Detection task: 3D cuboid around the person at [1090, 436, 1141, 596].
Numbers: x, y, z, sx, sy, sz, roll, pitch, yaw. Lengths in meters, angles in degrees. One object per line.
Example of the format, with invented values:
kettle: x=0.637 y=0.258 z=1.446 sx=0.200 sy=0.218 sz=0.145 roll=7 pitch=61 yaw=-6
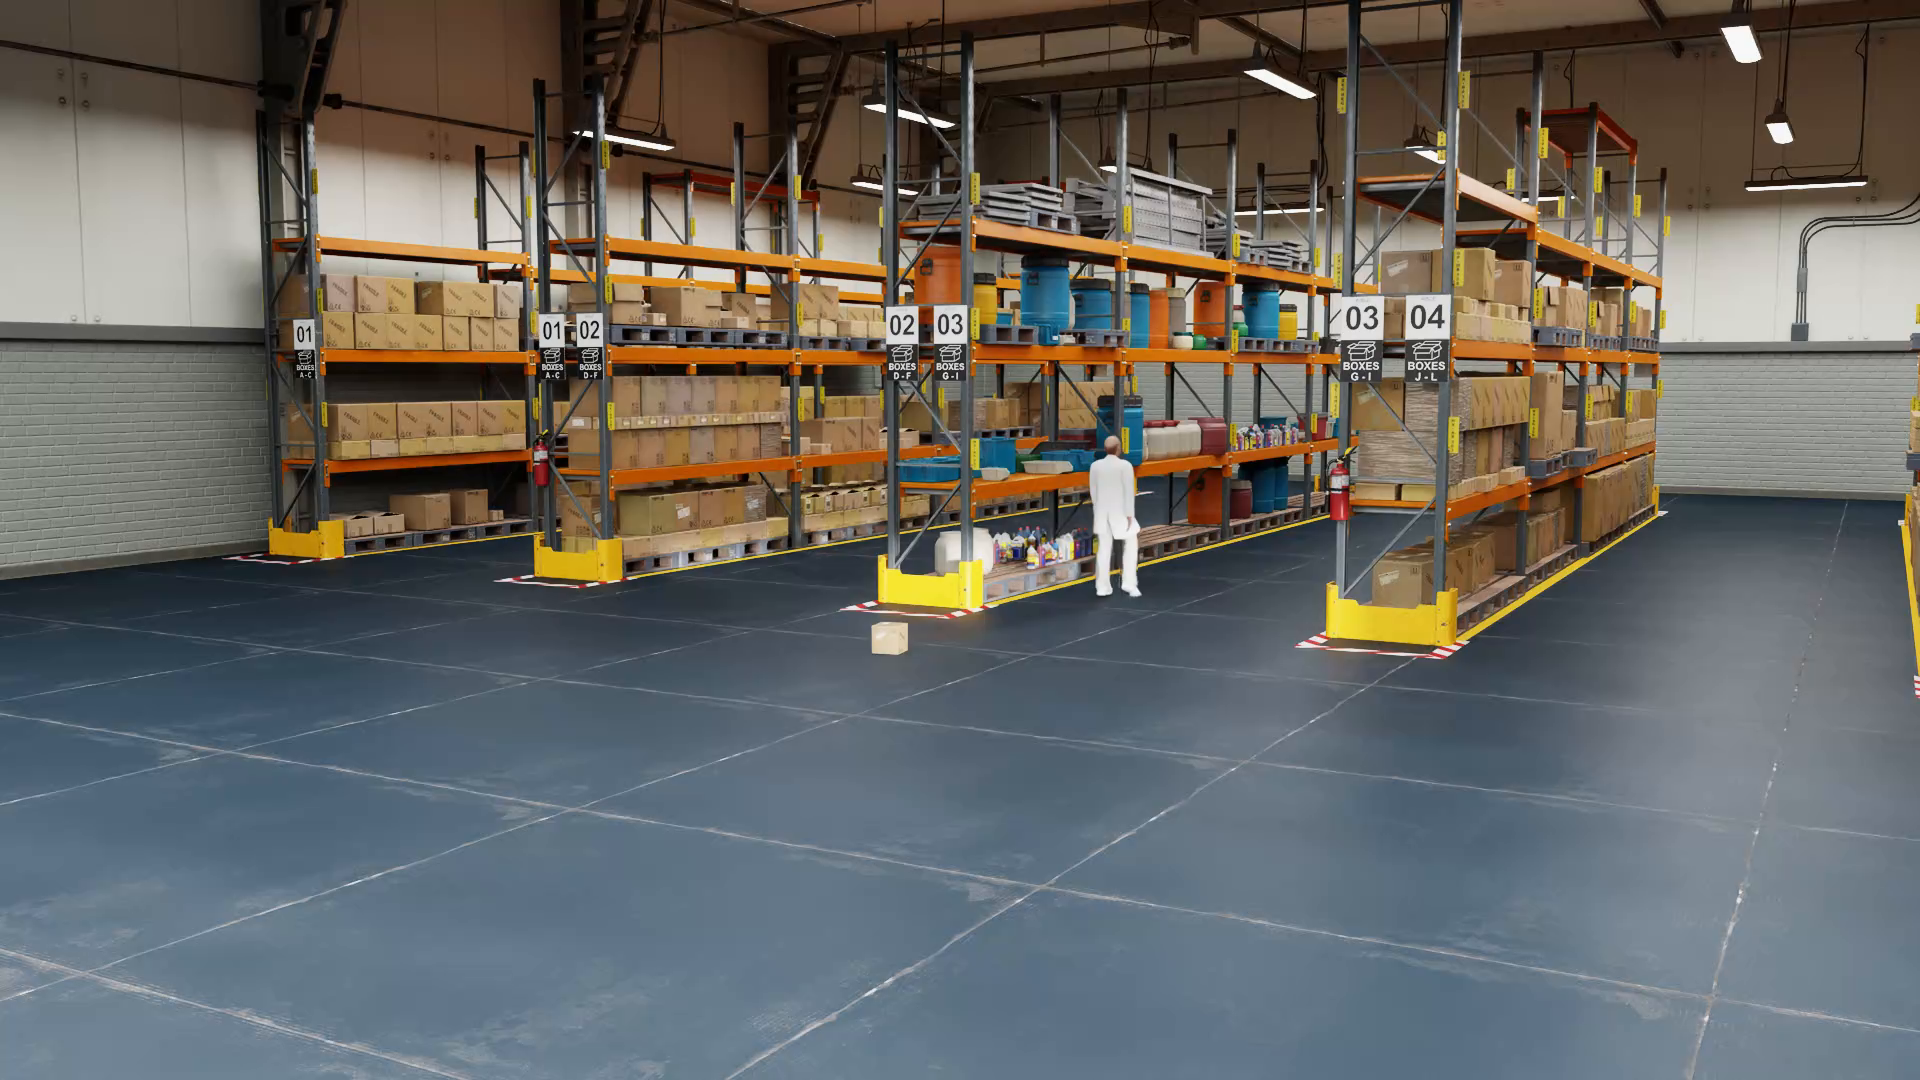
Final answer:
person: x=1.720 y=-0.233 z=18.550 sx=0.586 sy=1.855 sz=0.664 roll=3 pitch=7 yaw=28
